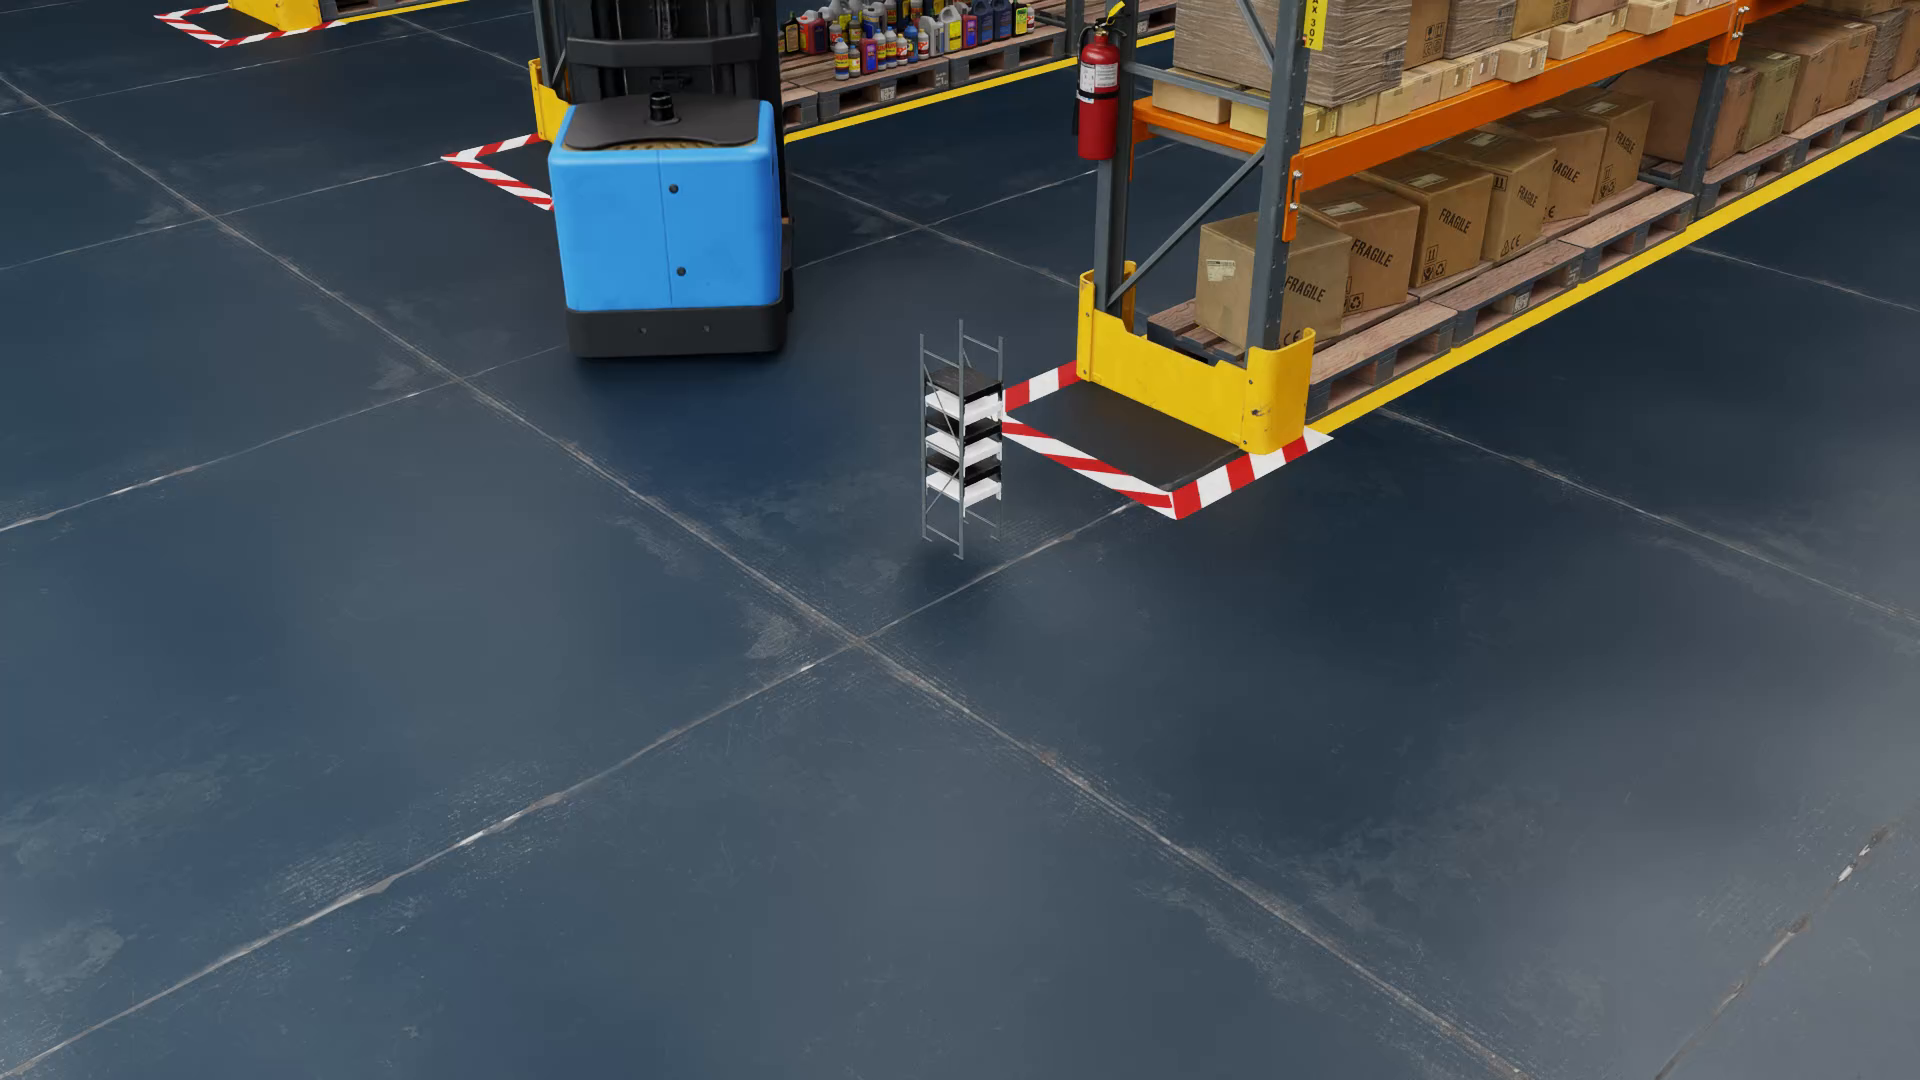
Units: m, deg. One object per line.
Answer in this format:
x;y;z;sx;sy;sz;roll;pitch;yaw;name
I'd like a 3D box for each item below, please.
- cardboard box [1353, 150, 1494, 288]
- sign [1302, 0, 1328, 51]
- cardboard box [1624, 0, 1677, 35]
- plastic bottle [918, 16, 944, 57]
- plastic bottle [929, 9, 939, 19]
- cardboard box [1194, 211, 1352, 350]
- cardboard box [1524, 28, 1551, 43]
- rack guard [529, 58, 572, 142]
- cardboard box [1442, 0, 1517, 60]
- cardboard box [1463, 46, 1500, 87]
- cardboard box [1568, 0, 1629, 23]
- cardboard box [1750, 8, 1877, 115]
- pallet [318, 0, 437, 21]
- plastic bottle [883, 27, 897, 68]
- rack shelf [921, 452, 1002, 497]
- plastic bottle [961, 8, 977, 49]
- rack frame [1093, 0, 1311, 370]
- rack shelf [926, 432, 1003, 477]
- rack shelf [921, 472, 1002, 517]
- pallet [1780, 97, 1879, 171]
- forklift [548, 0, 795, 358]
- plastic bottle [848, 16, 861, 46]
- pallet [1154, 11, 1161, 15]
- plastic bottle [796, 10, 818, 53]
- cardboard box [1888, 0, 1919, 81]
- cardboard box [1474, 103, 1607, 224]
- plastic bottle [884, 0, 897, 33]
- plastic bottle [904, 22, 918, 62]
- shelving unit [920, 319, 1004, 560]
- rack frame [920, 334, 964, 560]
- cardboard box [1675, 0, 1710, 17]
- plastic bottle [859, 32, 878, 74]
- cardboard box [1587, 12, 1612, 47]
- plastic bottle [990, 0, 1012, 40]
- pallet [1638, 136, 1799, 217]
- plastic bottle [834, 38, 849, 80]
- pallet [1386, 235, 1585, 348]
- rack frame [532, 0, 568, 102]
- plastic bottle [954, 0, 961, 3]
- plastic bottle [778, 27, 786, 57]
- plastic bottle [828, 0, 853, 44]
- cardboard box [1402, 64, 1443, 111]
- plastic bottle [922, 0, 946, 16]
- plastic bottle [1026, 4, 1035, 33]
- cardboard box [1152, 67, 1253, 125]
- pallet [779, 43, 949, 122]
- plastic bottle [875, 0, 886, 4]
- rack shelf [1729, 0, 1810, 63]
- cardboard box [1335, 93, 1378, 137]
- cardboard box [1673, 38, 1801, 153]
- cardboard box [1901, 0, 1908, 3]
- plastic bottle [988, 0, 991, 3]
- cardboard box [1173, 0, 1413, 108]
2.361;-1.667;8.595;0.500;0.500;0.500;-22;38;-31;cardboard box
1.373;-2.062;6.416;0.005;0.325;0.100;-26;40;-35;sign
3.458;-2.741;8.597;0.250;0.149;0.380;-26;40;-35;cardboard box
-0.206;-3.661;12.052;0.135;0.276;0.152;-25;39;-35;plastic bottle
-0.173;-3.751;12.191;0.133;0.283;0.061;-26;40;-35;plastic bottle
1.474;-1.228;7.876;0.500;0.500;0.500;-18;36;-27;cardboard box
2.634;-2.437;8.101;0.250;0.149;0.380;-26;40;-35;cardboard box
-2.340;-2.773;10.806;0.348;0.500;1.175;-26;40;-35;rack guard
2.107;-2.638;7.808;0.500;0.500;0.875;-26;40;-35;cardboard box
2.287;-2.248;7.792;0.250;0.149;0.380;-26;40;-35;cardboard box
2.877;-2.972;8.355;0.500;0.500;0.875;-26;40;-35;cardboard box
5.584;-3.208;11.095;0.500;0.500;0.700;-22;38;-32;cardboard box
-5.196;-4.788;14.378;1.213;0.211;1.003;-26;40;-35;pallet
-0.497;-3.499;11.791;0.097;0.271;0.097;0;31;0;plastic bottle
0.006;-0.282;6.584;0.200;0.077;0.258;-26;40;-35;rack shelf
0.062;-3.762;12.208;0.133;0.283;0.061;-23;38;-32;plastic bottle
1.004;-1.900;6.981;0.127;3.000;1.000;-26;40;-35;rack frame
0.006;-0.358;6.537;0.200;0.077;0.258;-26;40;-35;rack shelf
0.006;-0.205;6.631;0.200;0.077;0.258;-26;40;-35;rack shelf
5.402;-2.841;11.193;1.213;0.211;1.003;-26;40;-35;pallet
-1.498;-2.876;8.644;1.130;2.935;3.031;-2;32;-4;forklift
-0.777;-3.765;12.293;0.097;0.201;0.097;0;31;0;plastic bottle
2.014;-4.752;14.319;1.213;0.211;1.003;-26;40;-35;pallet
-1.111;-3.718;12.144;0.135;0.276;0.152;-25;40;-35;plastic bottle
6.393;-3.613;11.758;0.700;0.500;0.500;27;40;36;cardboard box
3.202;-2.099;9.300;0.500;0.500;0.500;-13;34;-21;cardboard box
-0.525;-3.976;12.570;0.097;0.271;0.097;0;31;0;plastic bottle
-0.349;-3.571;11.908;0.097;0.271;0.097;0;31;0;plastic bottle
0.006;-0.387;6.520;0.210;0.900;0.258;-26;40;-35;shelving unit
-0.069;-0.351;6.461;0.006;0.900;0.240;-26;40;-35;rack frame
3.790;-2.938;8.920;0.250;0.149;0.380;-26;40;-35;cardboard box
-0.644;-3.420;11.650;0.133;0.283;0.061;-25;39;-35;plastic bottle
3.029;-2.598;8.365;0.250;0.149;0.380;-26;40;-35;cardboard box
0.294;-3.932;12.423;0.185;0.351;0.144;-27;41;-37;plastic bottle
4.507;-2.406;10.482;1.213;0.211;1.003;-26;40;-35;pallet
-0.822;-3.342;11.534;0.097;0.271;0.097;0;31;0;plastic bottle
2.574;-1.442;8.906;1.213;0.211;1.003;-26;40;-35;pallet
-2.363;-3.794;10.080;0.127;3.000;1.000;-26;40;-35;rack frame
-0.036;-4.226;13.046;0.097;0.201;0.097;0;31;0;plastic bottle
-1.315;-3.607;12.035;0.097;0.201;0.097;0;31;0;plastic bottle
-0.891;-3.860;12.304;0.185;0.351;0.144;-24;39;-34;plastic bottle
1.935;-2.063;7.490;0.250;0.149;0.380;-26;40;-35;cardboard box
-0.206;-4.088;12.678;0.185;0.351;0.144;-26;40;-35;plastic bottle
0.516;-3.959;12.610;0.097;0.201;0.097;0;31;0;plastic bottle
1.073;-1.973;7.341;0.250;0.149;0.380;-26;40;-35;cardboard box
-0.846;-3.366;12.053;1.213;0.211;1.003;-26;40;-35;pallet
-0.592;-4.005;12.606;0.133;0.283;0.061;-24;39;-33;plastic bottle
5.404;-3.721;10.649;4.000;0.370;1.077;-26;40;-35;rack shelf
1.572;-1.884;7.196;0.250;0.149;0.380;-26;40;-35;cardboard box
4.765;-2.811;10.447;0.500;0.500;0.700;-26;40;-36;cardboard box
6.400;-3.929;11.556;0.500;0.250;0.500;-24;39;-34;cardboard box
0.196;-3.987;12.513;0.185;0.351;0.144;-26;40;-35;plastic bottle
1.426;-2.254;7.180;0.500;0.500;0.875;-26;40;-35;cardboard box
